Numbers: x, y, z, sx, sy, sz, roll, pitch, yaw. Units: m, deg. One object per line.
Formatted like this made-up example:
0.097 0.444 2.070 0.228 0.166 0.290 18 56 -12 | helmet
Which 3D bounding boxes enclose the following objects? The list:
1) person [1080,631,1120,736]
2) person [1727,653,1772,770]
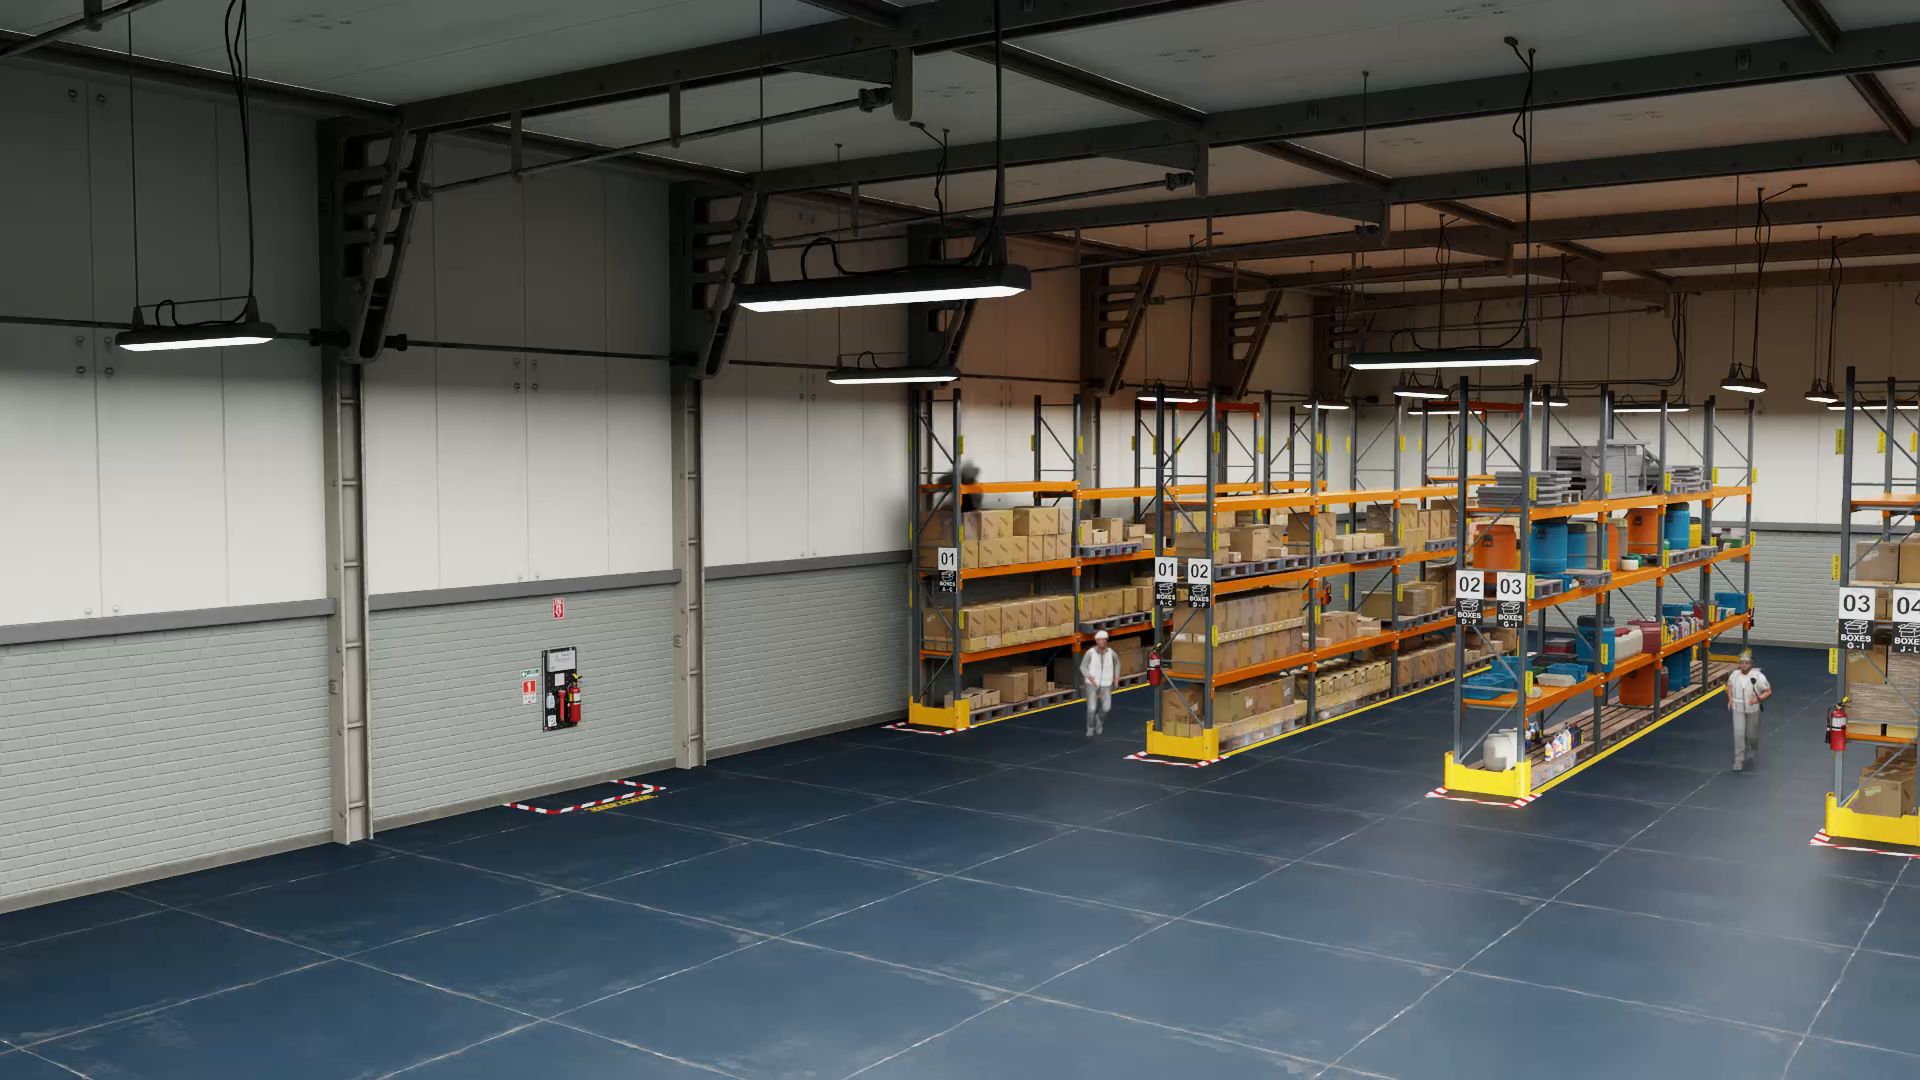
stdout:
2.291 2.326 26.892 0.689 1.724 0.535 0 3 -7 | person
12.179 2.624 25.705 0.653 1.782 0.912 2 4 35 | person
